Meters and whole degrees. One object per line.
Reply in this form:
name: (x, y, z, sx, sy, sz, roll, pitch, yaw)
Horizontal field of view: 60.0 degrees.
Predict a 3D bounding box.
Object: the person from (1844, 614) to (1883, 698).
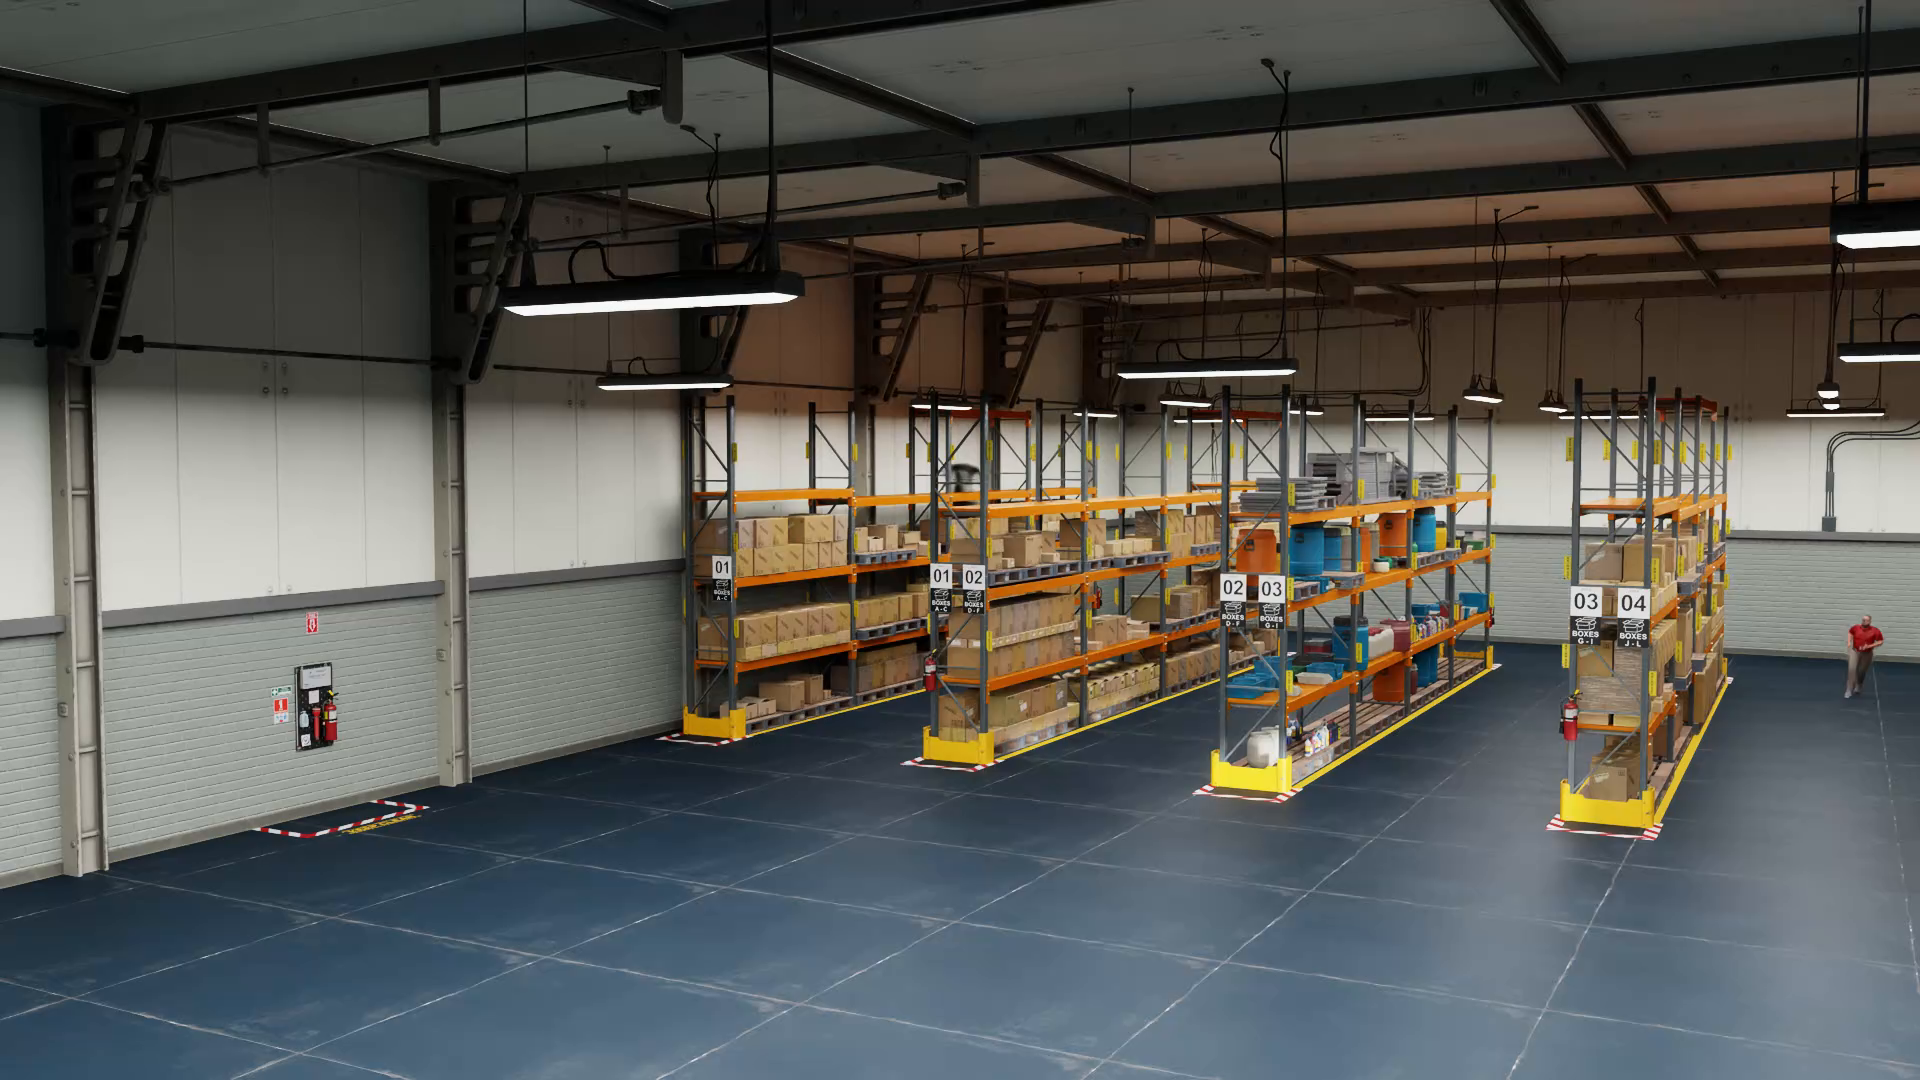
person: (18.588, 2.364, 34.154, 0.668, 1.711, 0.939, 2, 4, 35)
